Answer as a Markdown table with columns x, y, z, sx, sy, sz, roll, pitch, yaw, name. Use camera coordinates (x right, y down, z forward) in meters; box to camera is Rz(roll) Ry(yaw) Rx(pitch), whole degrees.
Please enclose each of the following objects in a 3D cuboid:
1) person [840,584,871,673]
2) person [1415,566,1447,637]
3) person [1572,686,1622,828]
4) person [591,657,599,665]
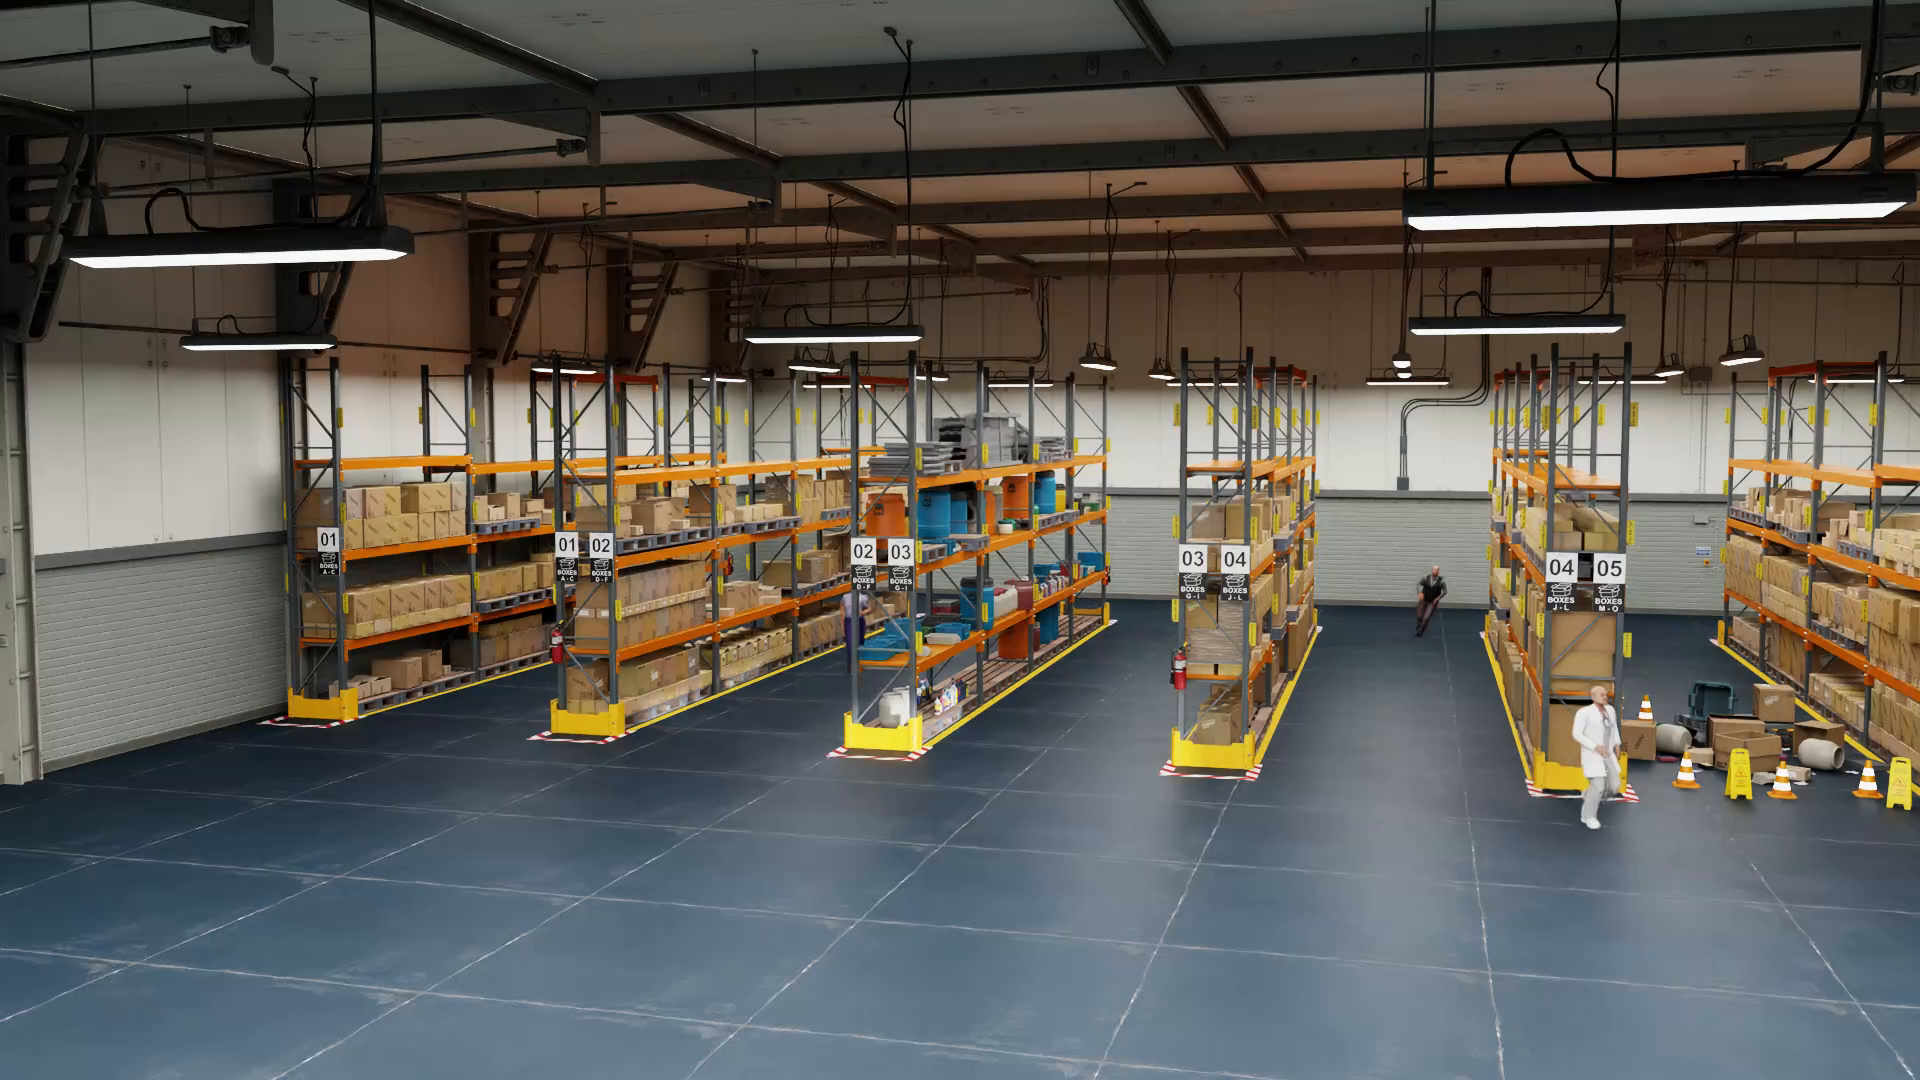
| x | y | z | sx | sy | sz | roll | pitch | yaw | name |
| --- | --- | --- | --- | --- | --- | --- | --- | --- | --- |
| -1.966 | 1.615 | 31.092 | 0.603 | 1.675 | 0.745 | 0 | 4 | 4 | person |
| 10.791 | 1.397 | 38.098 | 0.736 | 1.643 | 0.603 | 2 | 5 | 25 | person |
| 7.825 | 2.655 | 20.318 | 0.744 | 1.724 | 0.591 | -2 | 5 | -22 | person |
| -6.756 | 1.842 | 30.869 | 0.637 | 1.839 | 0.753 | 0 | 4 | 4 | person |
